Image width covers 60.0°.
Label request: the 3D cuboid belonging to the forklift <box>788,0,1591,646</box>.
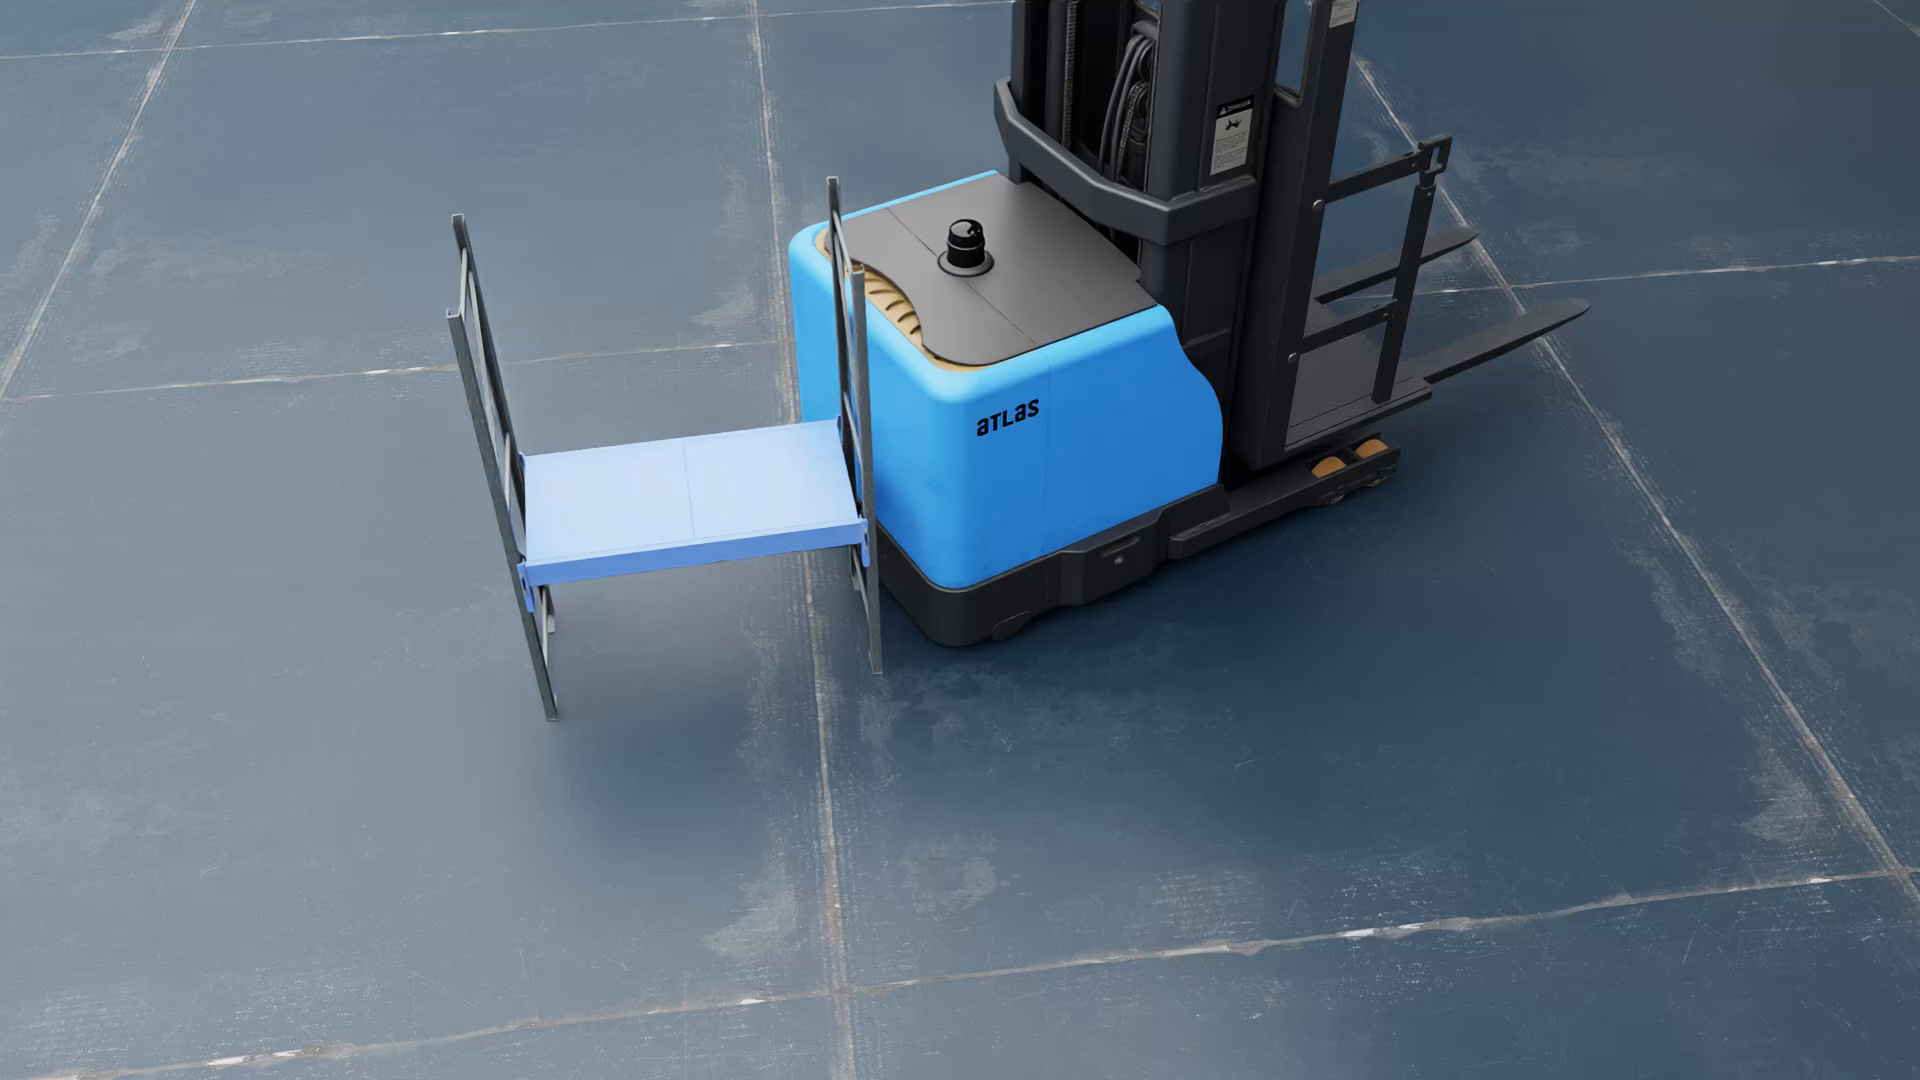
[{"bbox_3d":[0.972,-1.496,5.220,3.031,2.935,1.130,-22,47,-23],"label":"forklift"}]

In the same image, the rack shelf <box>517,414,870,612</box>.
[{"bbox_3d":[-0.808,-0.093,5.001,1.000,0.185,0.538,-8,43,-8],"label":"rack shelf"}]

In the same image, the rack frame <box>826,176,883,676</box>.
[{"bbox_3d":[-0.309,-0.292,4.954,0.032,1.500,0.500,-8,43,-8],"label":"rack frame"}]

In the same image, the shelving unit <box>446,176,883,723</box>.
[{"bbox_3d":[-0.808,-0.226,4.881,1.048,1.500,0.538,-8,43,-8],"label":"shelving unit"}]

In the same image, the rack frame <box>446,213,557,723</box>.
[{"bbox_3d":[-1.306,-0.160,4.807,0.032,1.500,0.500,-8,43,-8],"label":"rack frame"}]
